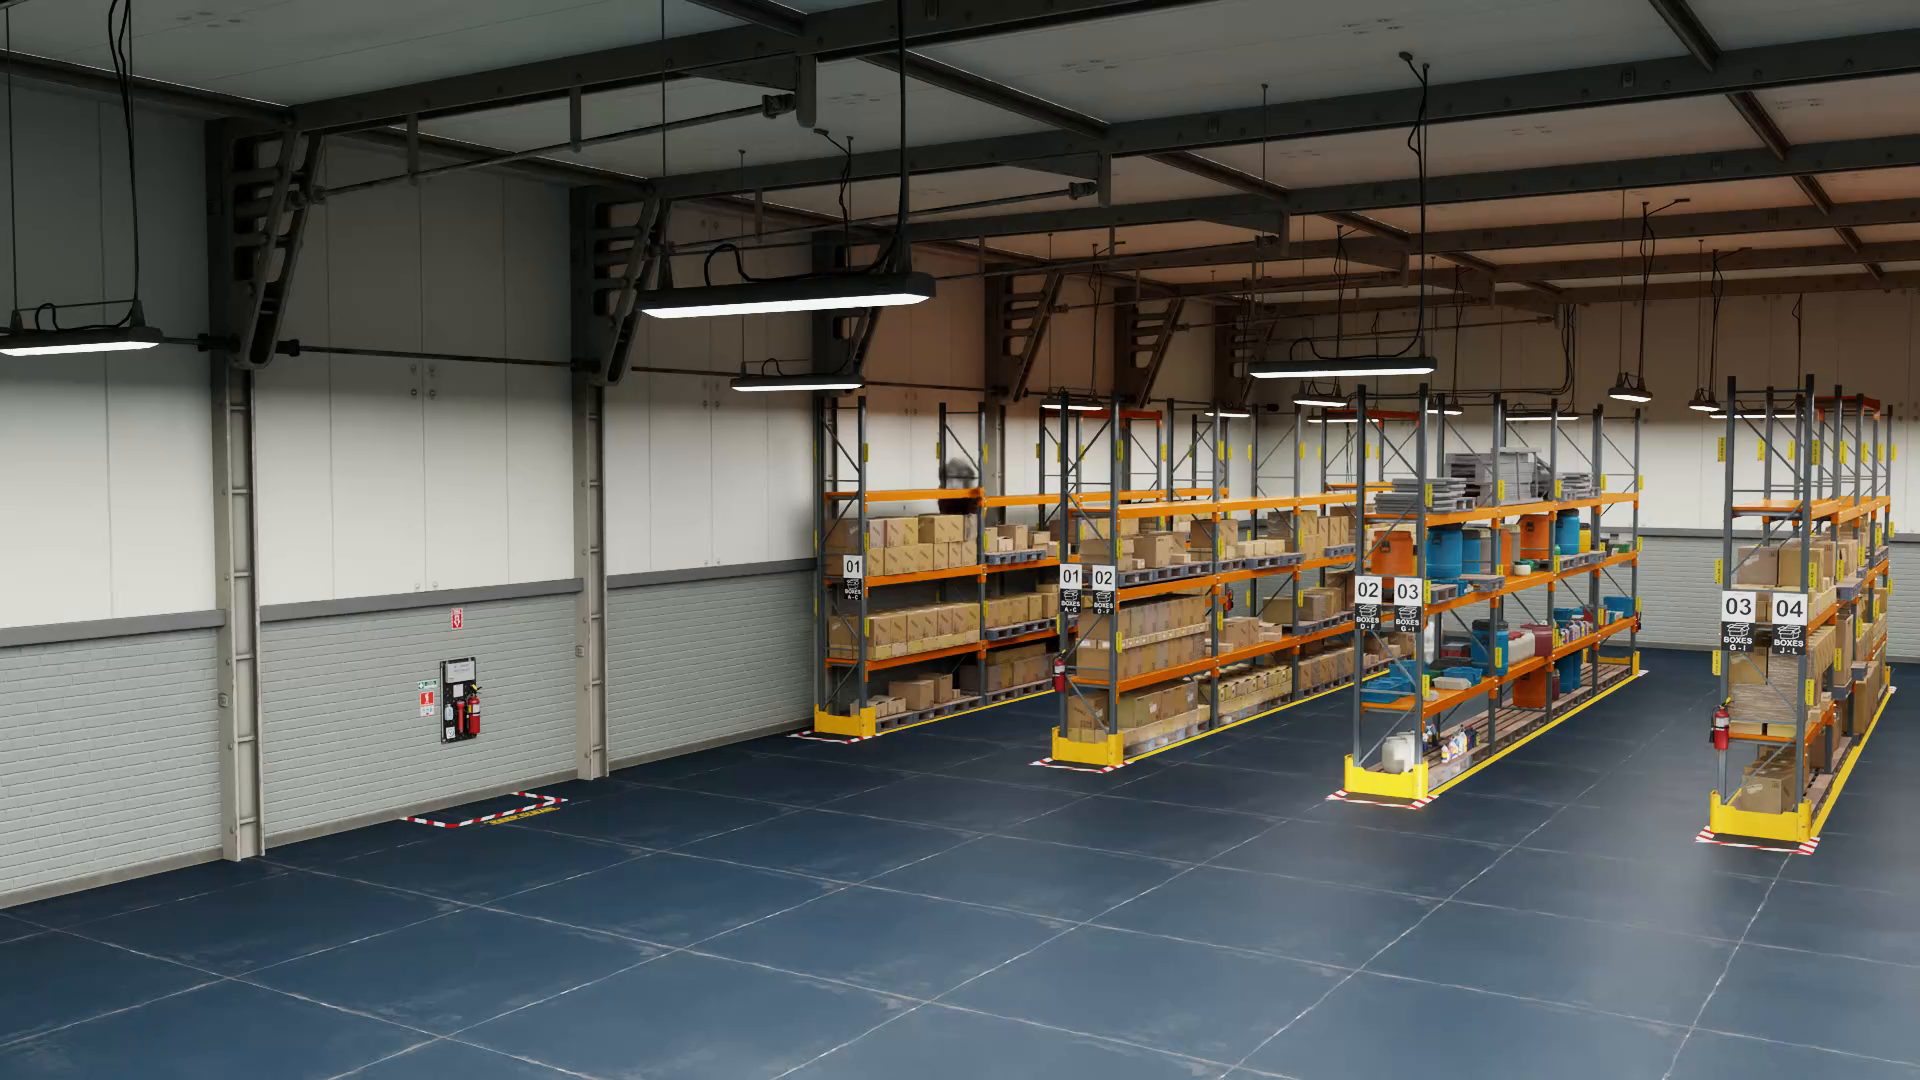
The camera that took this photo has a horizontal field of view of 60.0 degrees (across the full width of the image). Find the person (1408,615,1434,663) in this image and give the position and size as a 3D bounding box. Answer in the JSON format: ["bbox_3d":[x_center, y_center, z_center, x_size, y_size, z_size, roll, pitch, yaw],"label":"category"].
[{"bbox_3d":[9.494,2.320,34.077,0.618,1.833,0.853,1,3,24],"label":"person"}]
